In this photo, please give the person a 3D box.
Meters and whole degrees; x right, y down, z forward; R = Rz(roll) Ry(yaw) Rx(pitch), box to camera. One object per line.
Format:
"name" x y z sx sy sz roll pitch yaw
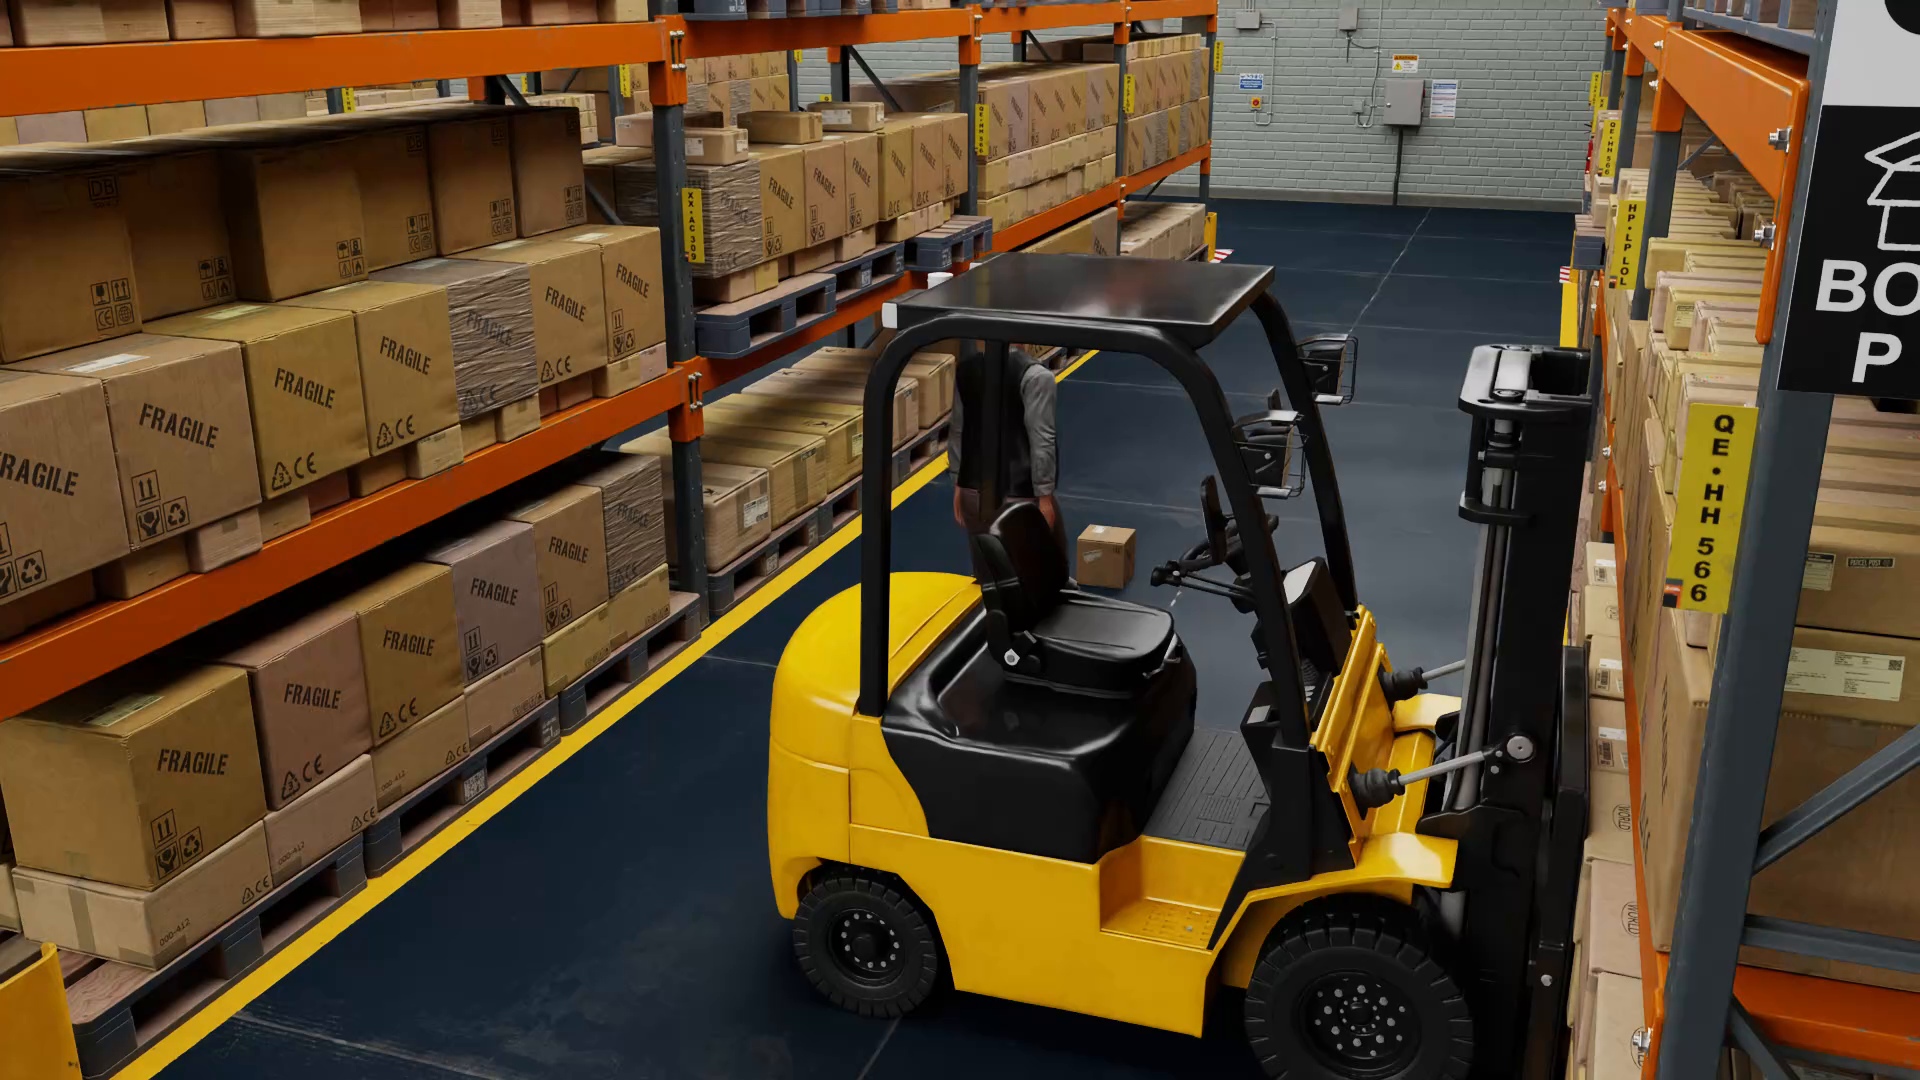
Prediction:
"person" 0.180 -0.177 7.093 0.576 1.713 0.480 12 22 32
